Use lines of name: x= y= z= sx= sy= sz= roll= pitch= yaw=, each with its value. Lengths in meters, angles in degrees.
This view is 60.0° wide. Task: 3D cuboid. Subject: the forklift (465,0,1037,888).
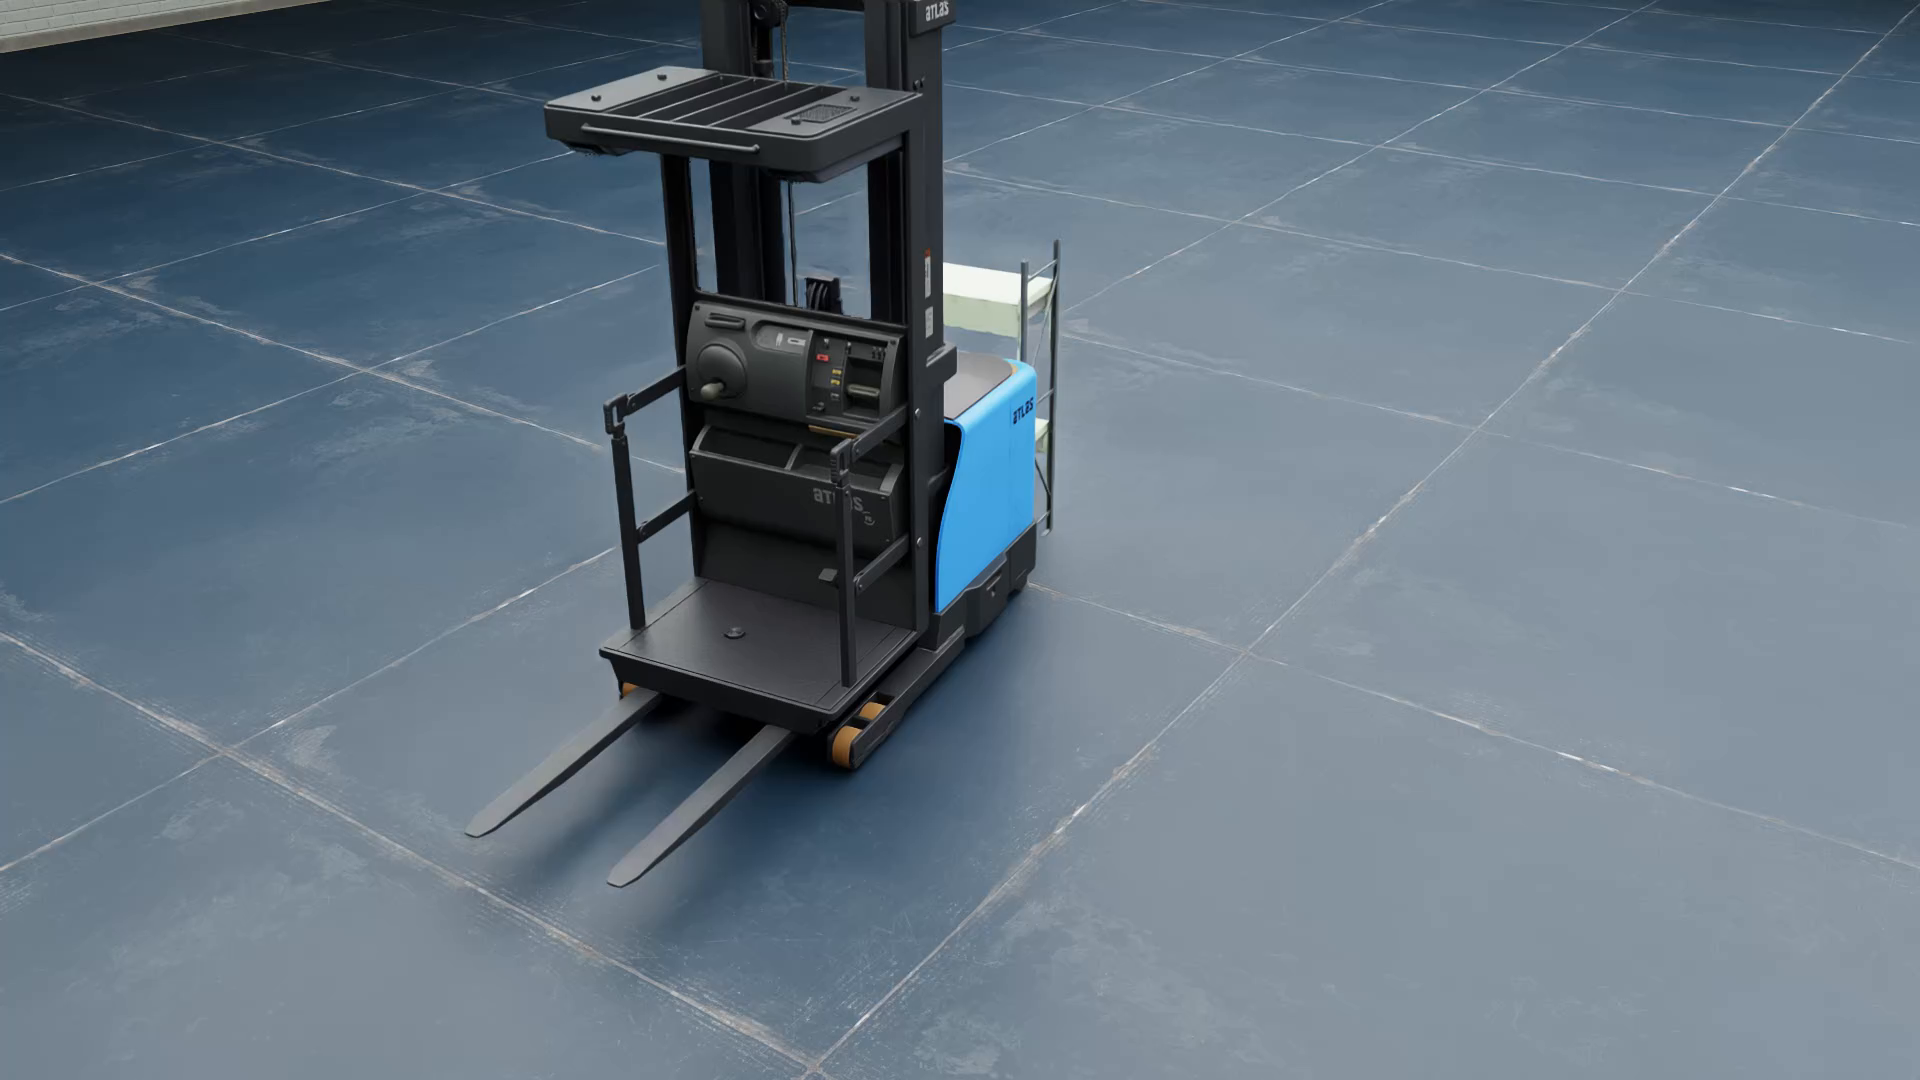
forklift: x=-0.749 y=-0.641 z=6.278 sx=1.130 sy=2.935 sz=3.031 roll=13 pitch=30 yaw=23

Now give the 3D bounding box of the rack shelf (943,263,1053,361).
rack shelf: x=0.040 y=-1.065 z=7.829 sx=0.720 sy=0.370 sz=0.431 roll=13 pitch=30 yaw=23

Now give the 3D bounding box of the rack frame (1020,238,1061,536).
rack frame: x=0.368 y=-0.644 z=7.861 sx=0.023 sy=1.500 sz=0.400 roll=13 pitch=30 yaw=23

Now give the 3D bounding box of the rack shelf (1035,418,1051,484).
rack shelf: x=0.040 y=-0.427 z=8.153 sx=0.720 sy=0.370 sz=0.431 roll=13 pitch=30 yaw=23

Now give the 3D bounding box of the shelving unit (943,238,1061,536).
shelving unit: x=0.040 y=-0.717 z=8.006 sx=0.755 sy=1.500 sz=0.431 roll=13 pitch=30 yaw=23
